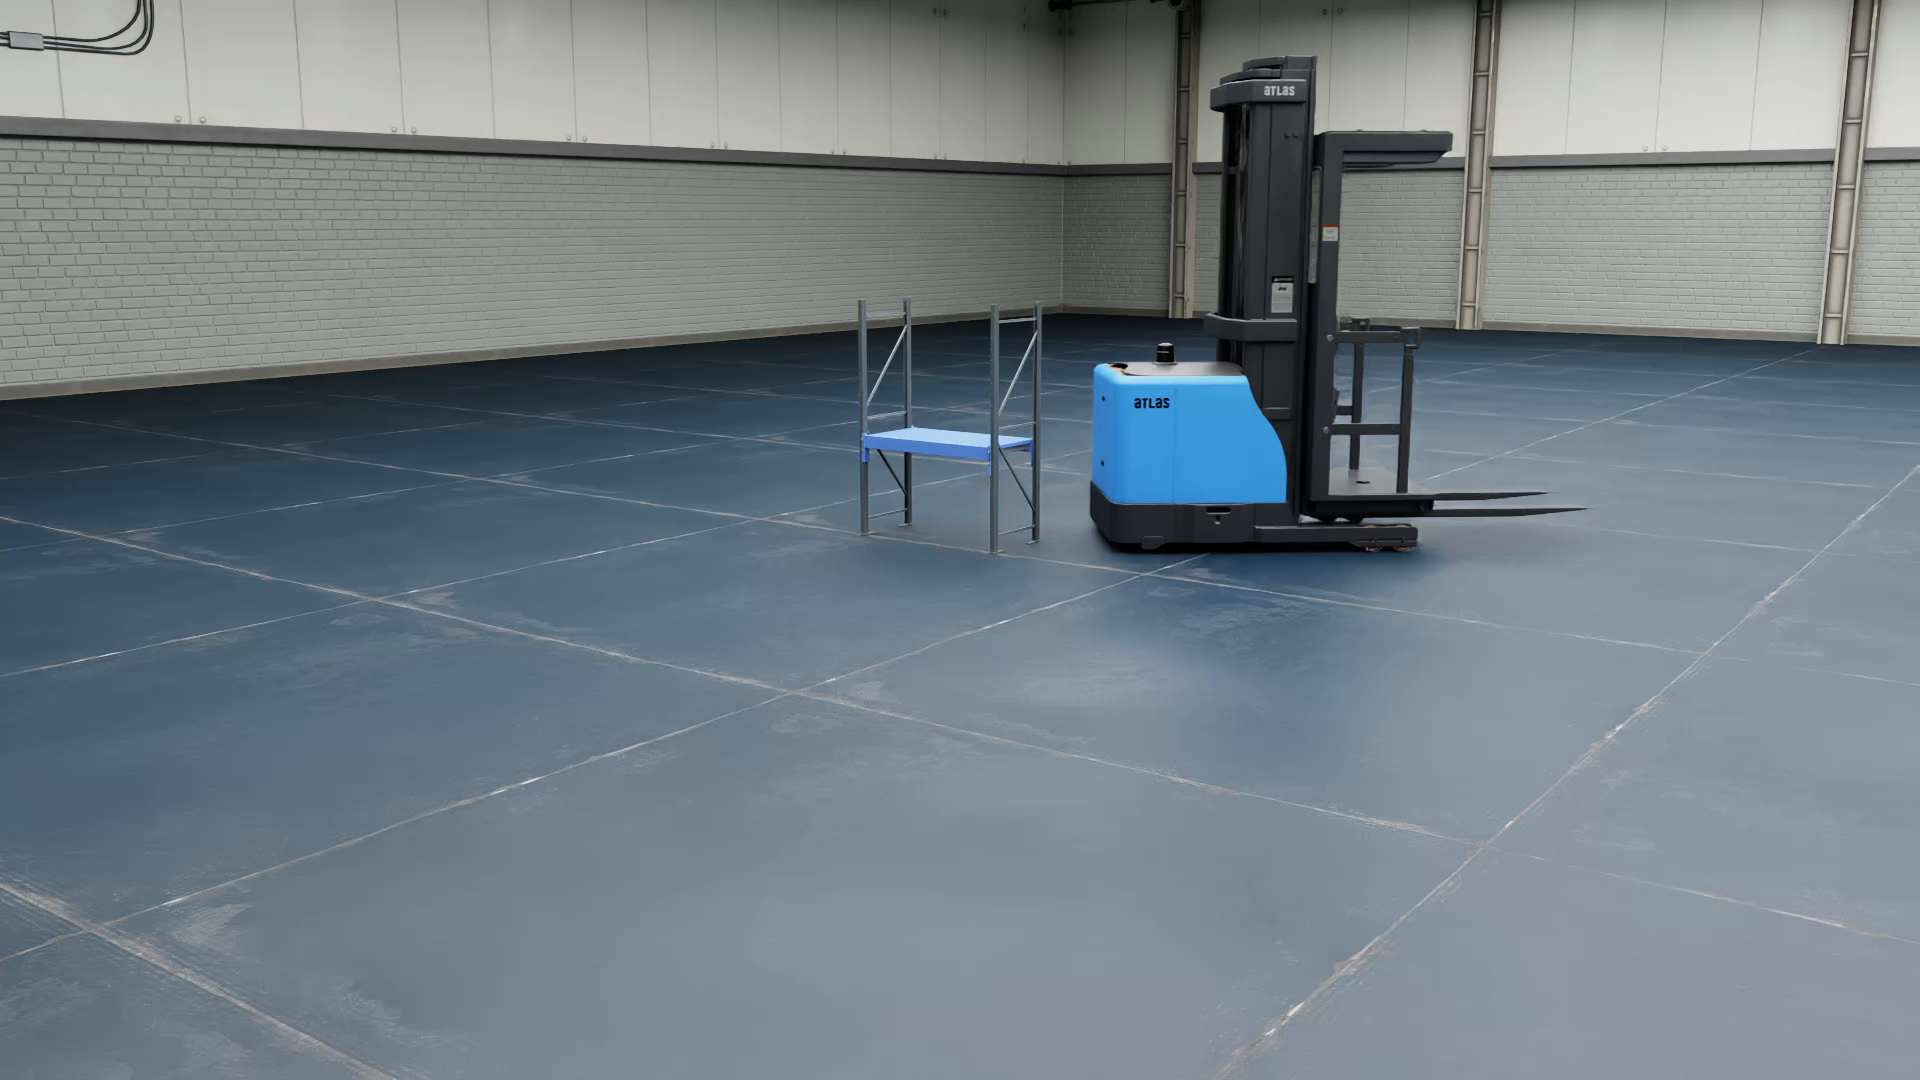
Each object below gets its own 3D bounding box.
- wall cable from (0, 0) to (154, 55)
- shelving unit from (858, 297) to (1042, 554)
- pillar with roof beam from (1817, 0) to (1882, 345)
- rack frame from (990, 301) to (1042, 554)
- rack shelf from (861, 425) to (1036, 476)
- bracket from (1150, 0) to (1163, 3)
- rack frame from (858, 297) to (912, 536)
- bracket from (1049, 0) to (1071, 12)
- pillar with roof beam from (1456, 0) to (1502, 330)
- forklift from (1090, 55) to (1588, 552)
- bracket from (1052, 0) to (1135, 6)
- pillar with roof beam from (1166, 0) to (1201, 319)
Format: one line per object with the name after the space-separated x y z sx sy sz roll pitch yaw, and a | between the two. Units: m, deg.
-10.087 -7.799 18.197 0.169 6.003 2.305 8 13 36 | wall cable
-0.069 -0.746 10.437 1.048 1.500 0.538 8 13 36 | shelving unit
11.642 -6.958 22.805 0.400 9.000 9.100 8 13 36 | pillar with roof beam
0.341 -0.689 10.141 0.032 1.500 0.500 8 13 36 | rack frame
-0.069 -0.569 10.471 1.000 0.185 0.538 8 13 36 | rack shelf
3.973 -10.726 32.804 0.430 0.232 0.235 8 13 36 | bracket
-0.478 -0.803 10.732 0.032 1.500 0.500 8 13 36 | rack frame
2.063 -10.992 34.181 0.430 0.232 0.235 8 13 36 | bracket
6.806 -7.633 26.292 0.400 9.000 9.100 8 13 36 | pillar with roof beam
2.394 -1.464 10.380 3.031 2.935 1.130 -1 11 -4 | forklift
2.539 -10.926 33.838 3.189 0.066 0.076 8 13 36 | bracket
1.970 -8.307 29.779 0.548 9.000 9.100 8 13 36 | pillar with roof beam
